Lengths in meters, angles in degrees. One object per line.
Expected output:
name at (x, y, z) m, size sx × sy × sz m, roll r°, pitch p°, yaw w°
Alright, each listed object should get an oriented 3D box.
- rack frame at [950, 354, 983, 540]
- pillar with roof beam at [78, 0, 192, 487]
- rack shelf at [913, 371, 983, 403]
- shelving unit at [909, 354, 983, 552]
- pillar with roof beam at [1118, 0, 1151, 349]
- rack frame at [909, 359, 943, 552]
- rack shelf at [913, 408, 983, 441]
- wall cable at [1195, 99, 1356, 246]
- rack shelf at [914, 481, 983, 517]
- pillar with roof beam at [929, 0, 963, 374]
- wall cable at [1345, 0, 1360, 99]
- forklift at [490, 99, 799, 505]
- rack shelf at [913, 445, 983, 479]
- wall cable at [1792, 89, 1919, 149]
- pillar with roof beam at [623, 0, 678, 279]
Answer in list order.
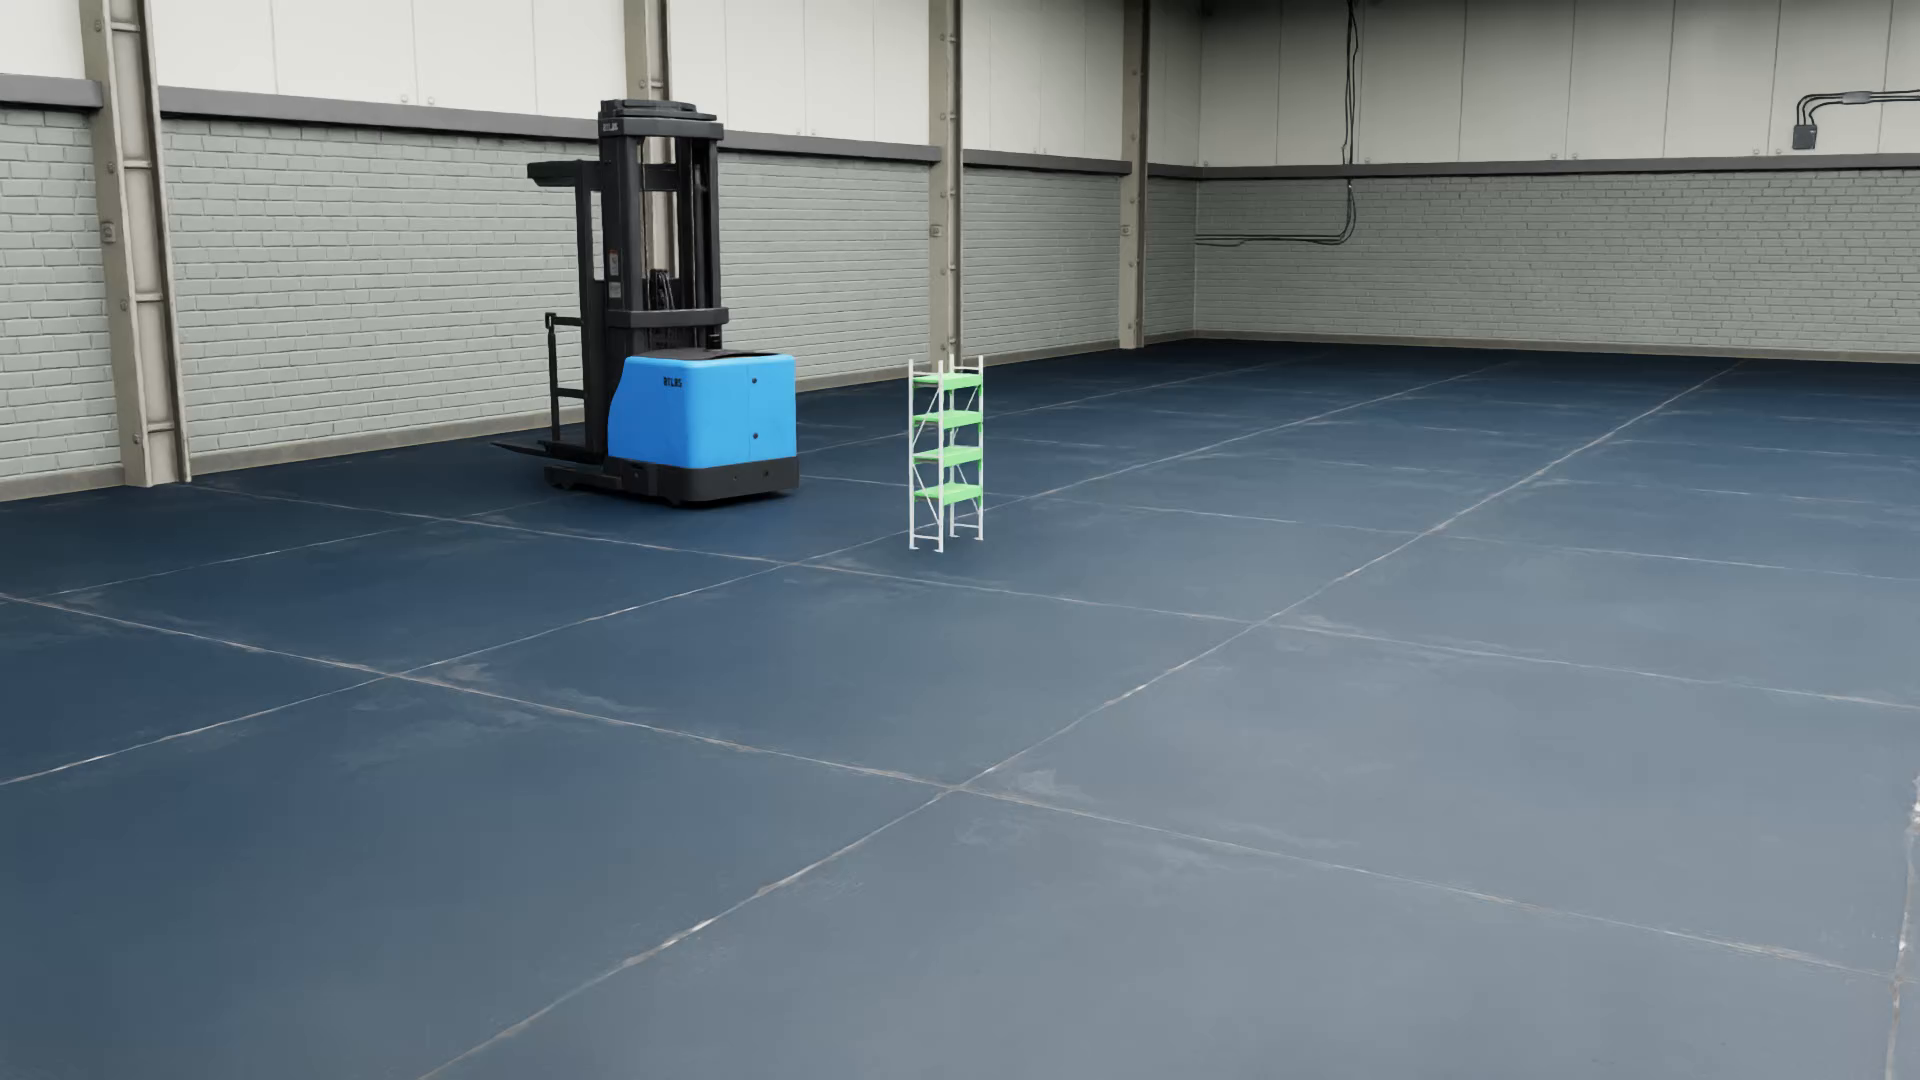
rack frame at (0.041, -0.602, 10.824) m, size 0.240 × 1.200 × 0.015 m, roll 6°, pitch 12°, yaw 31°
pillar with roof beam at (-2.743, -4.470, 10.290) m, size 9.100 × 9.000 × 0.400 m, roll 6°, pitch 12°, yaw 31°
rack shelf at (-0.086, -0.973, 10.543) m, size 0.258 × 0.148 × 0.480 m, roll 6°, pitch 12°, yaw 31°
shelving unit at (-0.086, -0.564, 10.619) m, size 0.258 × 1.200 × 0.503 m, roll 6°, pitch 12°, yaw 31°
pillar with roof beam at (6.602, -7.301, 25.411) m, size 9.100 × 9.000 × 0.400 m, roll 6°, pitch 12°, yaw 31°
rack frame at (-0.213, -0.525, 10.414) m, size 0.240 × 1.200 × 0.015 m, roll 6°, pitch 12°, yaw 31°
rack shelf at (-0.086, -0.737, 10.587) m, size 0.258 × 0.148 × 0.480 m, roll 6°, pitch 12°, yaw 31°
wall cable at (5.582, -6.523, 29.694) m, size 3.097 × 2.526 × 0.112 m, roll 6°, pitch 12°, yaw 31°
rack shelf at (-0.086, -0.265, 10.675) m, size 0.258 × 0.148 × 0.480 m, roll 6°, pitch 12°, yaw 31°
pillar with roof beam at (3.487, -6.357, 20.371) m, size 9.100 × 9.000 × 0.400 m, roll 6°, pitch 12°, yaw 31°
wall cable at (7.895, -8.747, 27.849) m, size 3.097 × 2.526 × 0.112 m, roll 6°, pitch 12°, yaw 31°
forklift at (-2.642, -1.899, 13.047) m, size 3.031 × 2.935 × 1.130 m, roll 10°, pitch 14°, yaw 42°
rack shelf at (-0.086, -0.501, 10.631) m, size 0.258 × 0.148 × 0.480 m, roll 6°, pitch 12°, yaw 31°
wall cable at (13.688, -8.811, 24.237) m, size 2.305 × 6.003 × 0.169 m, roll 6°, pitch 12°, yaw 31°
pillar with roof beam at (0.372, -5.413, 15.331) m, size 9.100 × 9.000 × 0.400 m, roll 6°, pitch 12°, yaw 31°
